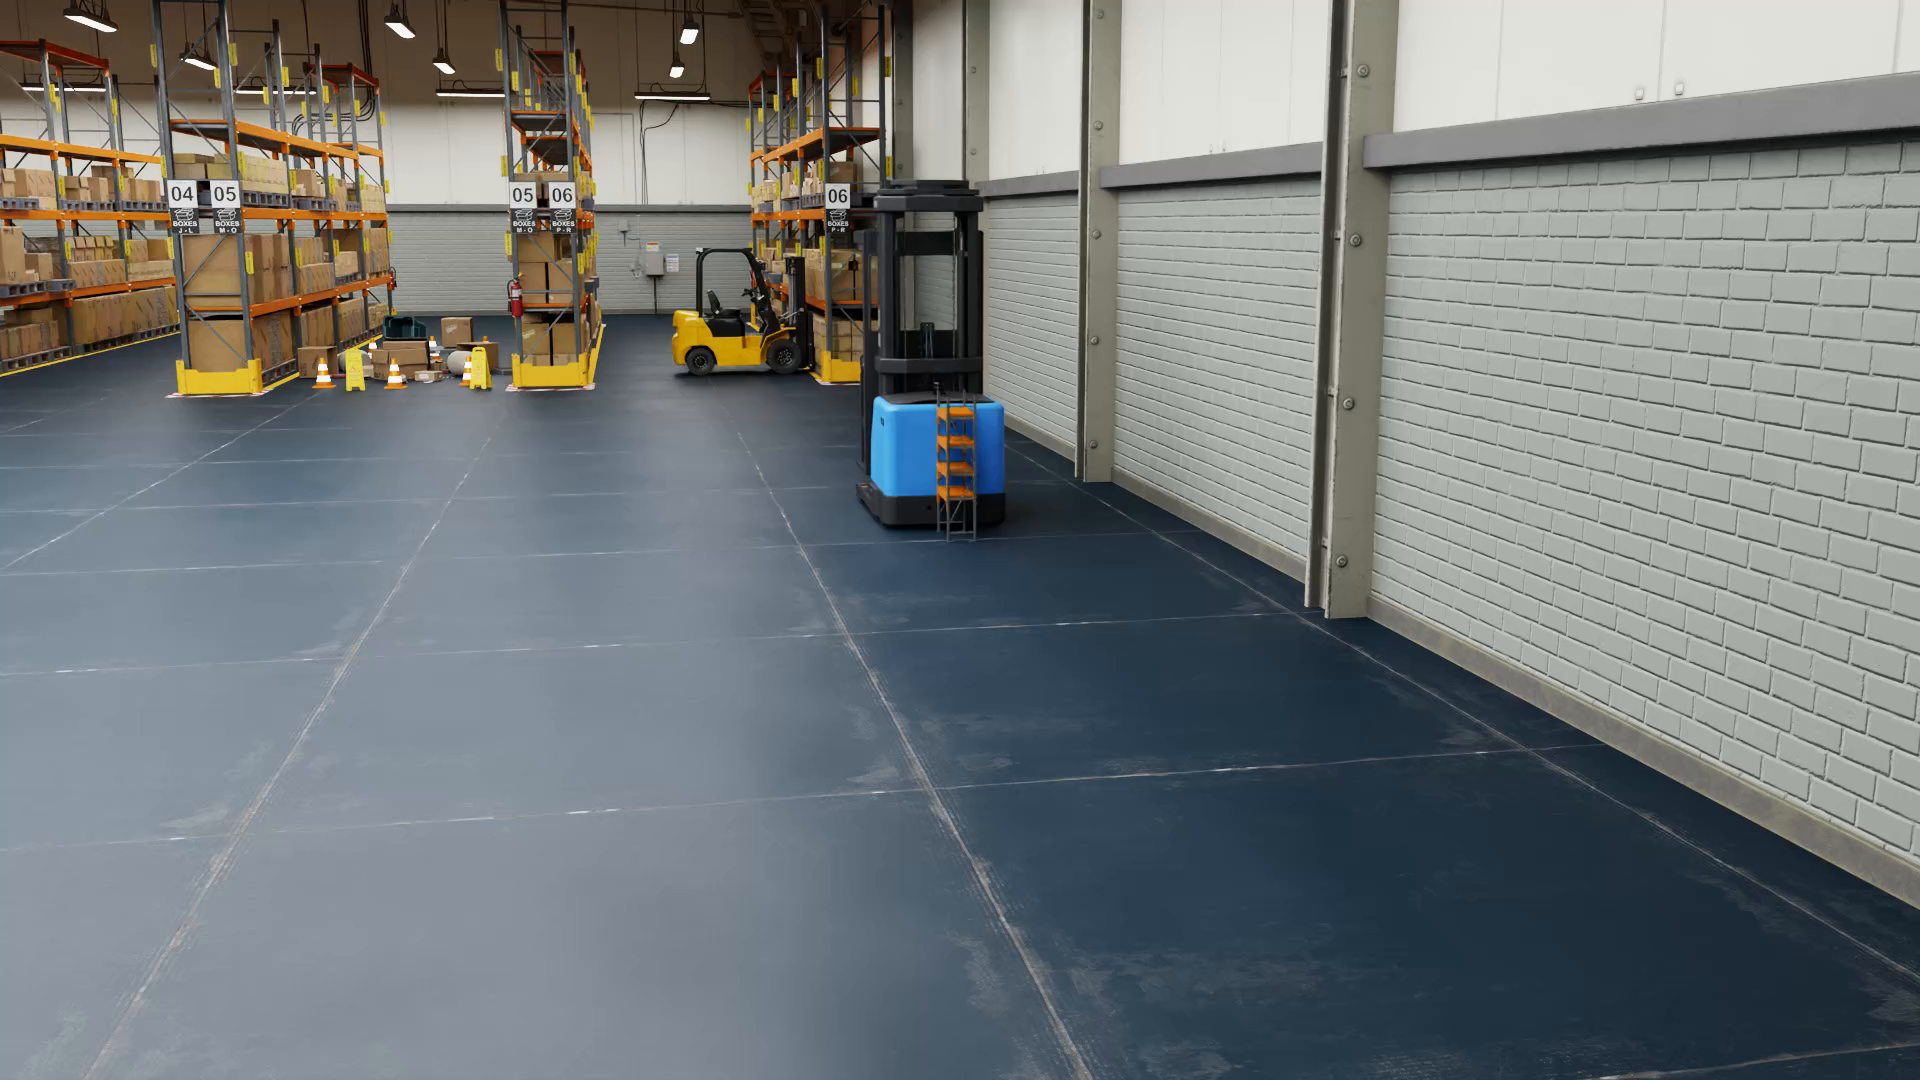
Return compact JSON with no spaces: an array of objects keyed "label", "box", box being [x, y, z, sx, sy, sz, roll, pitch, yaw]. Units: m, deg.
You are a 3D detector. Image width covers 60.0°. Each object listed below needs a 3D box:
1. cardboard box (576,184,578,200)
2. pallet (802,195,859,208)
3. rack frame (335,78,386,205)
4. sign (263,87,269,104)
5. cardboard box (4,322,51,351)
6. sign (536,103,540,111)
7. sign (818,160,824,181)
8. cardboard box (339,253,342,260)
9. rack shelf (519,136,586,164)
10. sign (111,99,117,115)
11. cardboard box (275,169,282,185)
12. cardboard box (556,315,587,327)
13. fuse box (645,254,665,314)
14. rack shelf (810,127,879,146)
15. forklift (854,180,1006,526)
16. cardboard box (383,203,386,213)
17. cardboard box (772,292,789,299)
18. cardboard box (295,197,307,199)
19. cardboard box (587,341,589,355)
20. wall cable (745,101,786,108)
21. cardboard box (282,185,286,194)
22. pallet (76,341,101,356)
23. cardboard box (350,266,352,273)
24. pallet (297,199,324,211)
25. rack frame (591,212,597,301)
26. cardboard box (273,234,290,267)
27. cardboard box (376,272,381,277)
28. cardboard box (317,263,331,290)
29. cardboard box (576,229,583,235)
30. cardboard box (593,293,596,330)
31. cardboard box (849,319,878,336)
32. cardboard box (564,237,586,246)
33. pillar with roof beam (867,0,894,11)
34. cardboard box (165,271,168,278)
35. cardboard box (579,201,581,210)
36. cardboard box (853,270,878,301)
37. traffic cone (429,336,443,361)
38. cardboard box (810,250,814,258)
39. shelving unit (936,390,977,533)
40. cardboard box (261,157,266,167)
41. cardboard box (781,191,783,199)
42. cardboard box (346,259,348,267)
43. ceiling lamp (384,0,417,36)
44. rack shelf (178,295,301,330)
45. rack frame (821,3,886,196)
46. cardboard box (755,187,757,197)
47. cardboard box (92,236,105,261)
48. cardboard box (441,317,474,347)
[{"label":"cardboard box","box":[-6.583,-5.694,27.568,0.500,0.399,1.258,-2,11,-12]},{"label":"pallet","box":[-2.297,-6.146,30.179,1.003,0.211,1.213,-2,11,-11]},{"label":"rack frame","box":[-14.526,-9.640,40.276,1.000,3.000,0.127,-2,11,-11]},{"label":"sign","box":[-13.501,-8.649,32.359,0.100,0.325,0.005,-2,11,-11]},{"label":"cardboard box","box":[-17.585,-3.828,31.296,0.700,0.500,0.500,-3,11,-16]},{"label":"sign","box":[-9.462,-9.626,37.280,0.100,0.325,0.005,-2,11,-11]},{"label":"sign","box":[-2.245,-5.990,26.968,0.100,0.325,0.005,-2,11,-11]},{"label":"cardboard box","box":[-13.074,-5.885,34.550,0.380,0.149,0.250,-2,11,-8]},{"label":"rack shelf","box":[-7.746,-7.454,31.787,1.077,0.370,4.000,-2,11,-11]},{"label":"sign","box":[-18.103,-9.264,35.591,0.100,0.325,0.005,-2,11,-11]},{"label":"cardboard box","box":[-11.747,-6.119,28.018,0.500,0.250,0.500,-2,11,-11]},{"label":"cardboard box","box":[-6.878,-3.722,29.456,0.500,0.500,0.500,-2,11,-10]},{"label":"fuse box","box":[-8.721,-7.341,47.690,0.539,1.711,0.414,-2,11,-11]},{"label":"rack shelf","box":[-2.099,-6.998,28.867,0.919,0.124,3.809,-2,11,-11]},{"label":"forklift","box":[-0.375,-1.789,15.258,1.130,2.935,3.031,-2,11,-10]},{"label":"cardboard box","box":[-14.178,-8.019,40.182,0.500,0.250,0.500,-2,11,-12]},{"label":"cardboard box","box":[-4.138,-5.660,38.446,0.380,0.149,0.250,-3,11,-14]},{"label":"cardboard box","box":[-12.653,-6.192,29.917,0.527,0.500,7.598,-2,11,-11]},{"label":"cardboard box","box":[-6.978,-3.447,30.016,0.500,0.250,0.500,-2,11,-8]},{"label":"wall cable","box":[-4.664,-13.833,47.434,2.988,3.039,0.133,-2,11,-11]},{"label":"cardboard box","box":[-11.759,-5.996,28.435,0.380,0.149,0.250,-2,11,-10]},{"label":"pallet","box":[-17.935,-3.841,33.312,1.003,0.211,1.213,-2,11,-11]},{"label":"cardboard box","box":[-13.331,-5.837,35.889,0.380,0.149,0.250,-3,11,-14]},{"label":"pallet","box":[-12.573,-6.285,31.178,1.003,0.211,1.213,-2,11,-8]},{"label":"rack frame","box":[-9.690,-6.891,41.880,1.000,3.000,0.127,-2,11,-11]},{"label":"cardboard box","box":[-11.933,-4.930,28.288,0.875,0.550,0.550,-2,11,-11]},{"label":"cardboard box","box":[-14.016,-6.332,39.613,0.380,0.149,0.250,-3,11,-14]},{"label":"cardboard box","box":[-12.524,-5.110,32.255,0.500,0.500,0.500,-2,11,-11]},{"label":"cardboard box","box":[-8.719,-7.084,38.216,0.380,0.149,0.250,-2,11,-12]},{"label":"cardboard box","box":[-8.530,-5.044,36.734,0.875,0.875,0.875,-2,11,-9]},{"label":"cardboard box","box":[-1.618,-3.580,28.038,0.500,0.250,0.500,-2,11,-12]},{"label":"cardboard box","box":[-7.101,-5.510,30.700,0.380,0.149,0.250,-2,11,-11]},{"label":"pillar with roof beam","box":[-5.372,-10.035,26.275,8.718,2.987,0.548,-2,11,-11]},{"label":"cardboard box","box":[-18.919,-6.260,39.236,0.380,0.149,0.250,-2,11,-11]},{"label":"cardboard box","box":[-6.995,-5.994,29.813,0.380,0.149,0.250,-2,11,-11]},{"label":"cardboard box","box":[-1.534,-4.288,27.935,0.500,0.500,0.500,-2,11,-9]},{"label":"traffic cone","box":[-10.008,-3.637,31.569,0.336,0.463,0.334,-2,11,-11]},{"label":"cardboard box","box":[-2.493,-5.127,29.815,0.380,0.149,0.250,-2,11,-12]},{"label":"shelving unit","box":[-0.029,-0.613,13.710,0.258,1.200,0.492,-2,11,-10]},{"label":"cardboard box","box":[-11.463,-6.108,26.893,0.380,0.149,0.250,-2,11,-10]},{"label":"cardboard box","box":[-3.496,-7.144,34.422,0.380,0.166,0.250,-2,11,-11]},{"label":"cardboard box","box":[-13.217,-5.881,35.323,0.380,0.149,0.250,-2,11,-11]},{"label":"ceiling lamp","box":[-9.473,-10.421,28.659,0.800,3.144,2.000,-2,11,-11]},{"label":"rack shelf","box":[-11.803,-3.772,27.413,1.077,0.370,4.000,-2,11,-11]},{"label":"rack frame","box":[-1.710,-7.085,26.853,1.000,3.000,0.127,-2,11,-11]},{"label":"cardboard box","box":[-4.791,-8.588,41.040,0.500,0.250,0.500,-2,11,-12]},{"label":"cardboard box","box":[-18.379,-6.096,34.751,0.797,0.503,0.637,-2,11,-10]},{"label":"cardboard box","box":[-9.097,-3.764,30.110,0.500,0.500,0.500,-2,11,-11]}]
